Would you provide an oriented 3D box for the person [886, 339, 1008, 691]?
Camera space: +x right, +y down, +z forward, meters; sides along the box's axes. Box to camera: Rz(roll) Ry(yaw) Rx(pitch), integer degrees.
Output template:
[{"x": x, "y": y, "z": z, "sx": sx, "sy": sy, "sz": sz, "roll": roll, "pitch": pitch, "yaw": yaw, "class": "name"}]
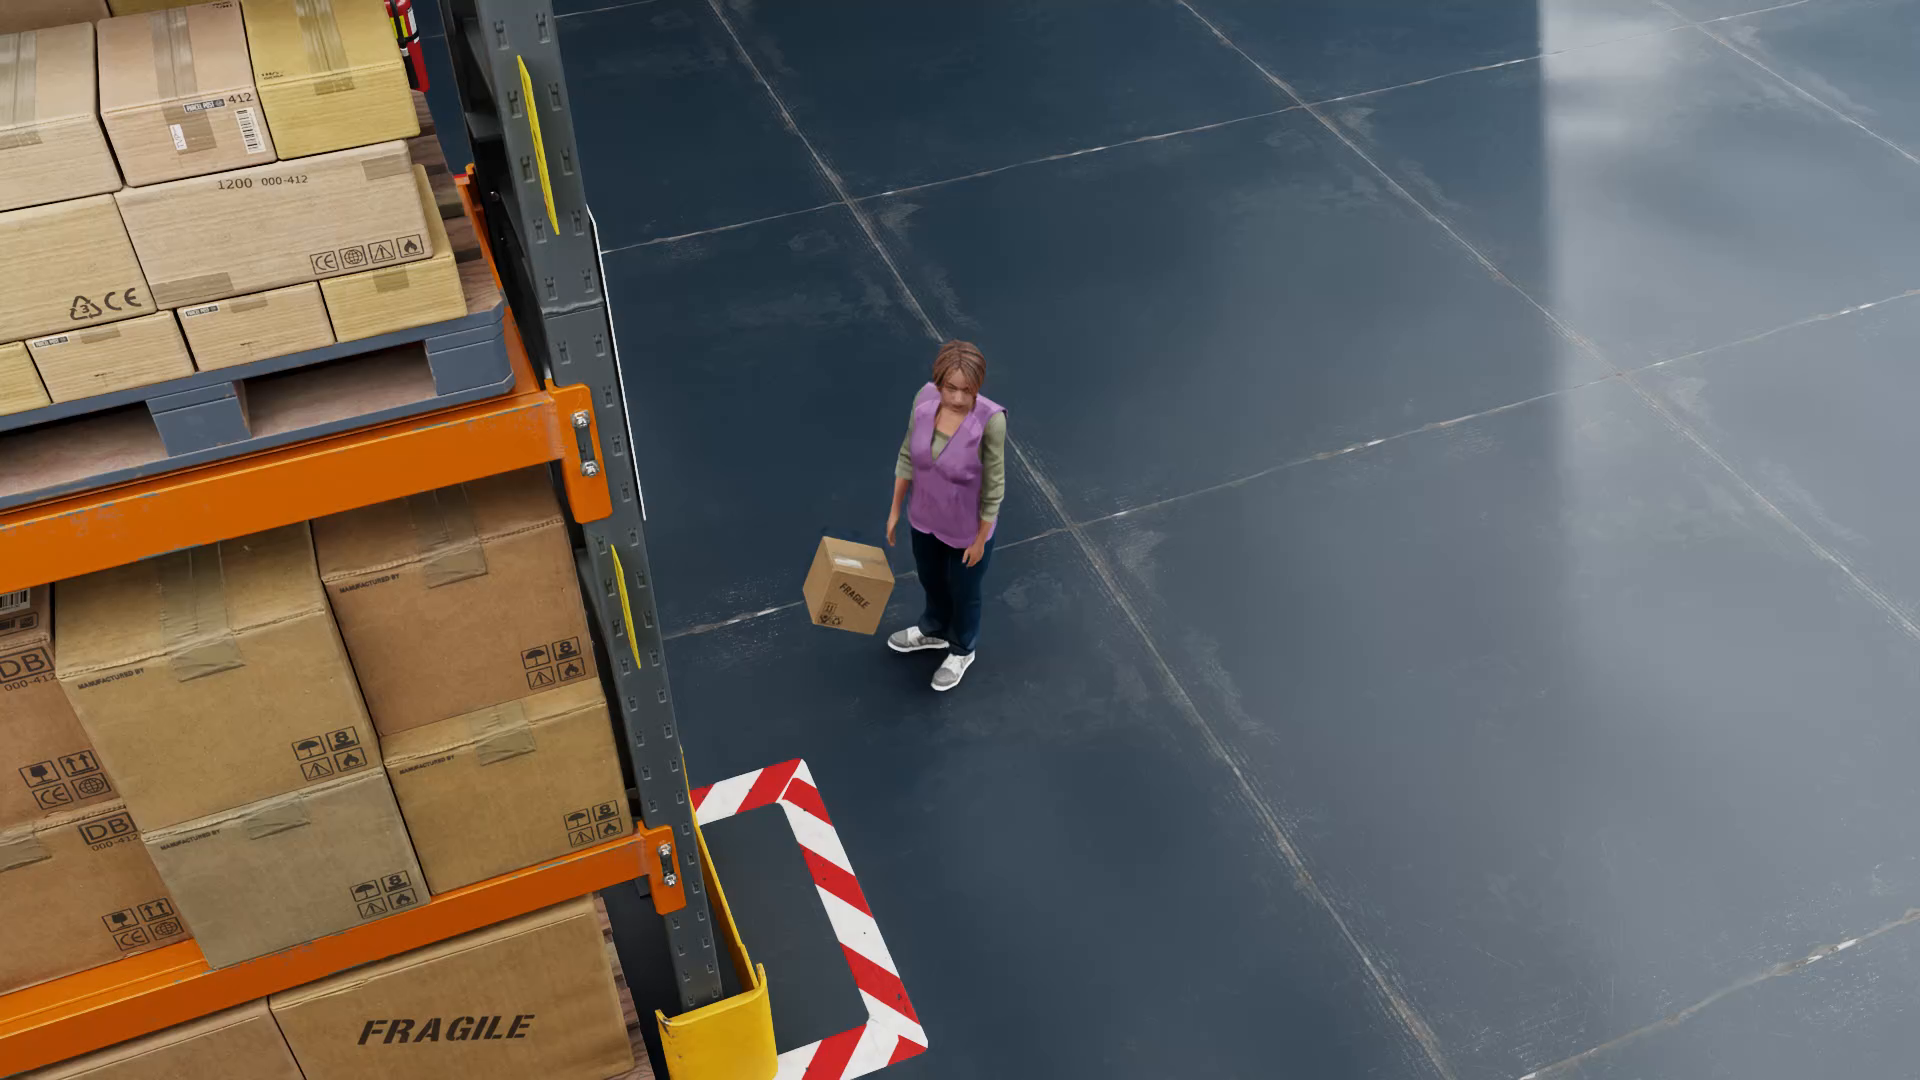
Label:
[{"x": -0.075, "y": -0.070, "z": 6.225, "sx": 0.517, "sy": 1.605, "sz": 0.343, "roll": 25, "pitch": 48, "yaw": 25, "class": "person"}]
